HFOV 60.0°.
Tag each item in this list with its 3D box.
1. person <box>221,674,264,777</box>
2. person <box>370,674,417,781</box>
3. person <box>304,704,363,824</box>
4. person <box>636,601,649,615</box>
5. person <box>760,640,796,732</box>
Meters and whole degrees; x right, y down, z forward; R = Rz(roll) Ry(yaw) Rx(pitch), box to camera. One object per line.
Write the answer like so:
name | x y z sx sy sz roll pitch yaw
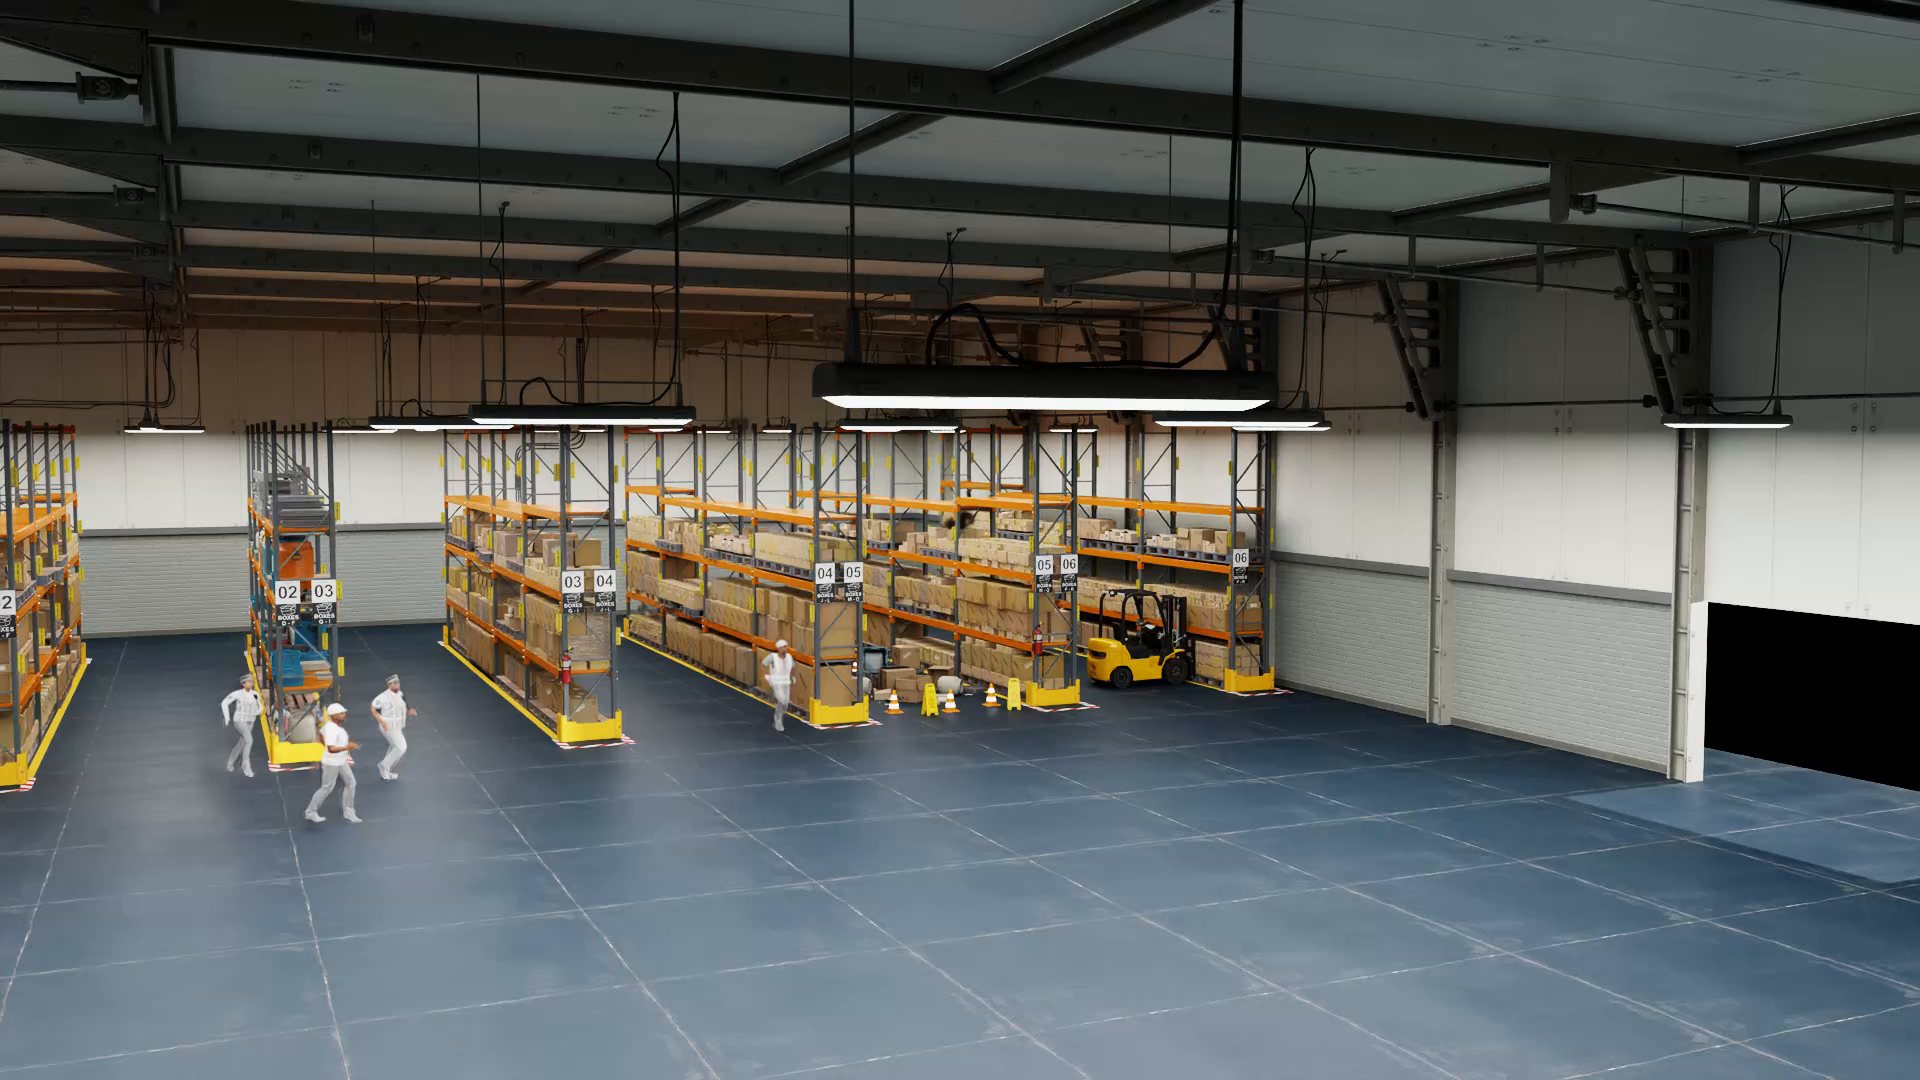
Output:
person | -12.107 3.115 28.214 0.733 1.685 0.598 2 4 31
person | -9.400 3.111 27.738 0.640 1.768 0.638 1 4 10
person | -9.199 3.309 24.440 0.841 1.815 0.635 0 4 -5
person | -9.400 1.837 49.191 0.851 1.634 0.668 0 4 2
person | -3.474 2.824 32.322 0.699 1.773 0.639 -3 5 -38
